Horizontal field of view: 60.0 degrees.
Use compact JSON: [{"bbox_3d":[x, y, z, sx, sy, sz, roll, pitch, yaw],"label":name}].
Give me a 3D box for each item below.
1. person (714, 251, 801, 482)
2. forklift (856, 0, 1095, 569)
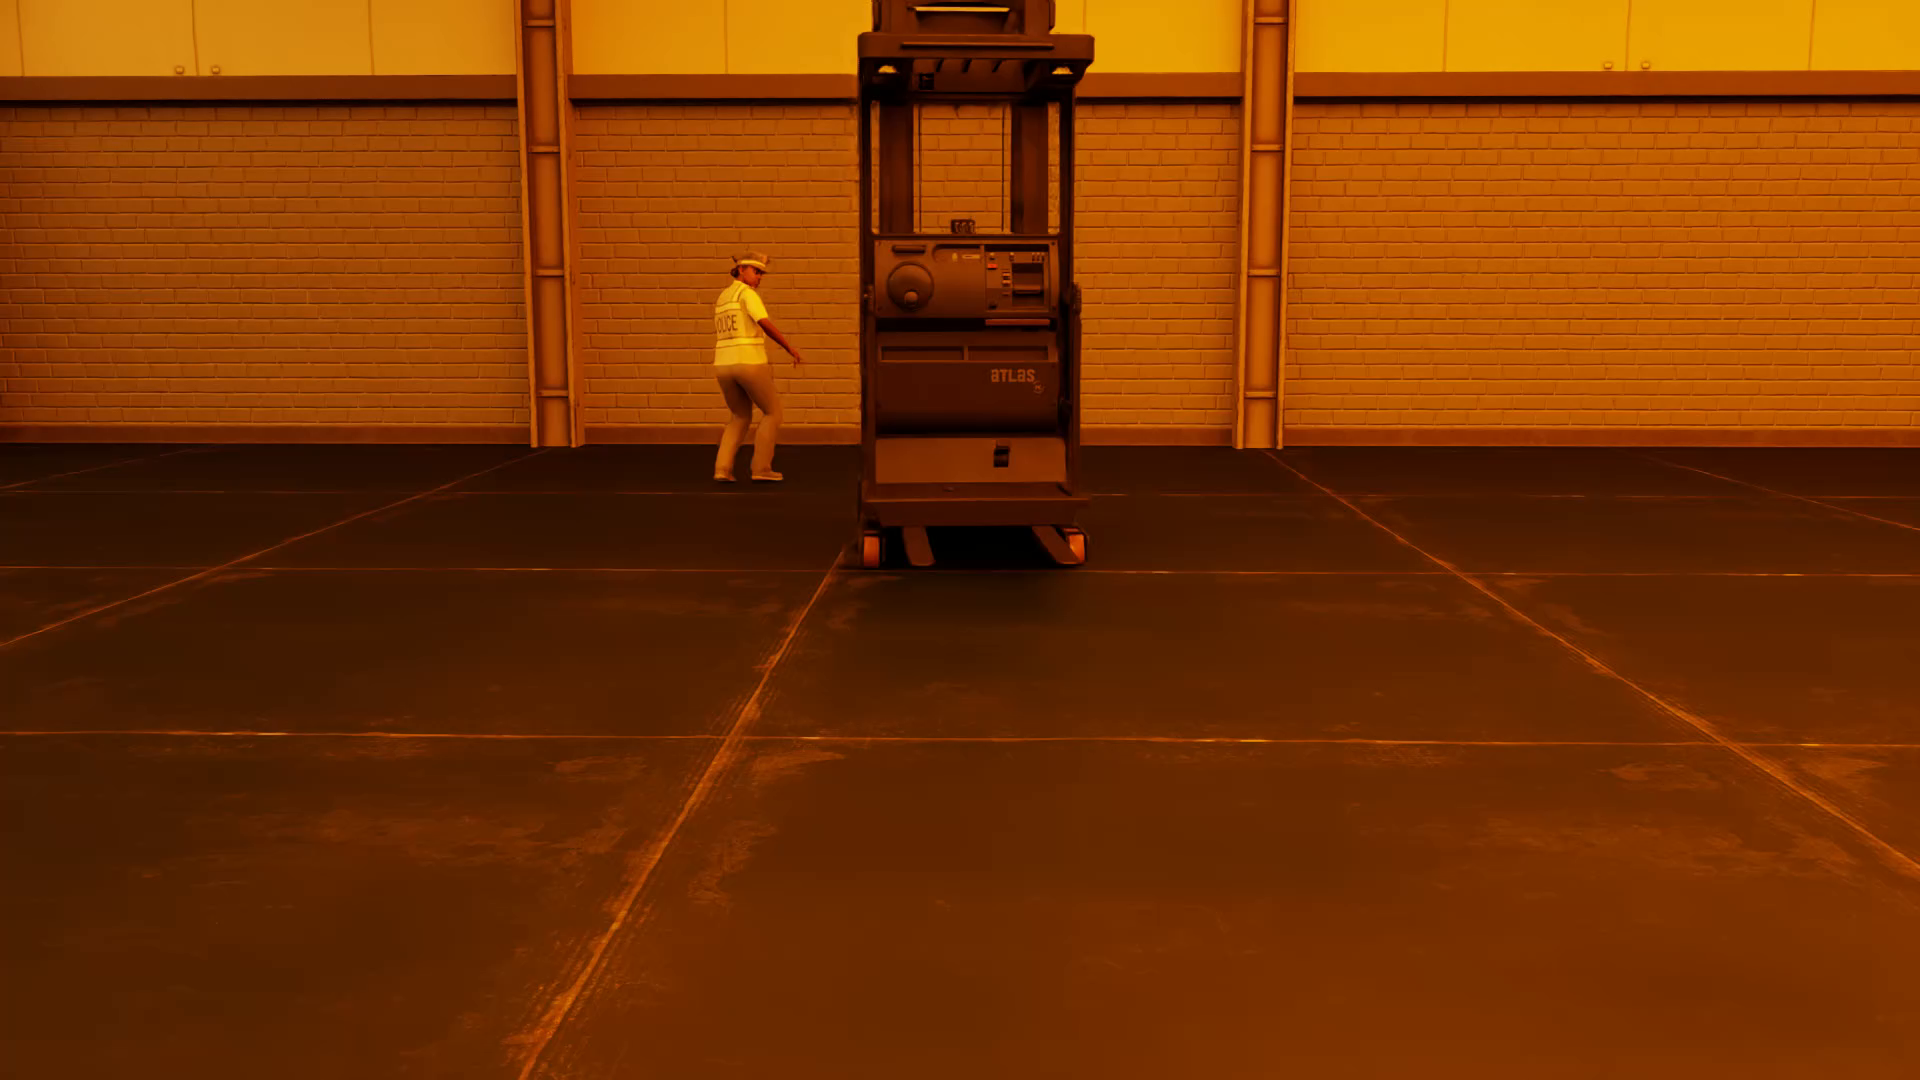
[{"bbox_3d":[-1.437,-1.186,11.587,0.695,1.626,0.642,7,11,38],"label":"person"},{"bbox_3d":[0.049,-1.357,8.177,1.130,2.935,3.031,-1,9,-4],"label":"forklift"}]
